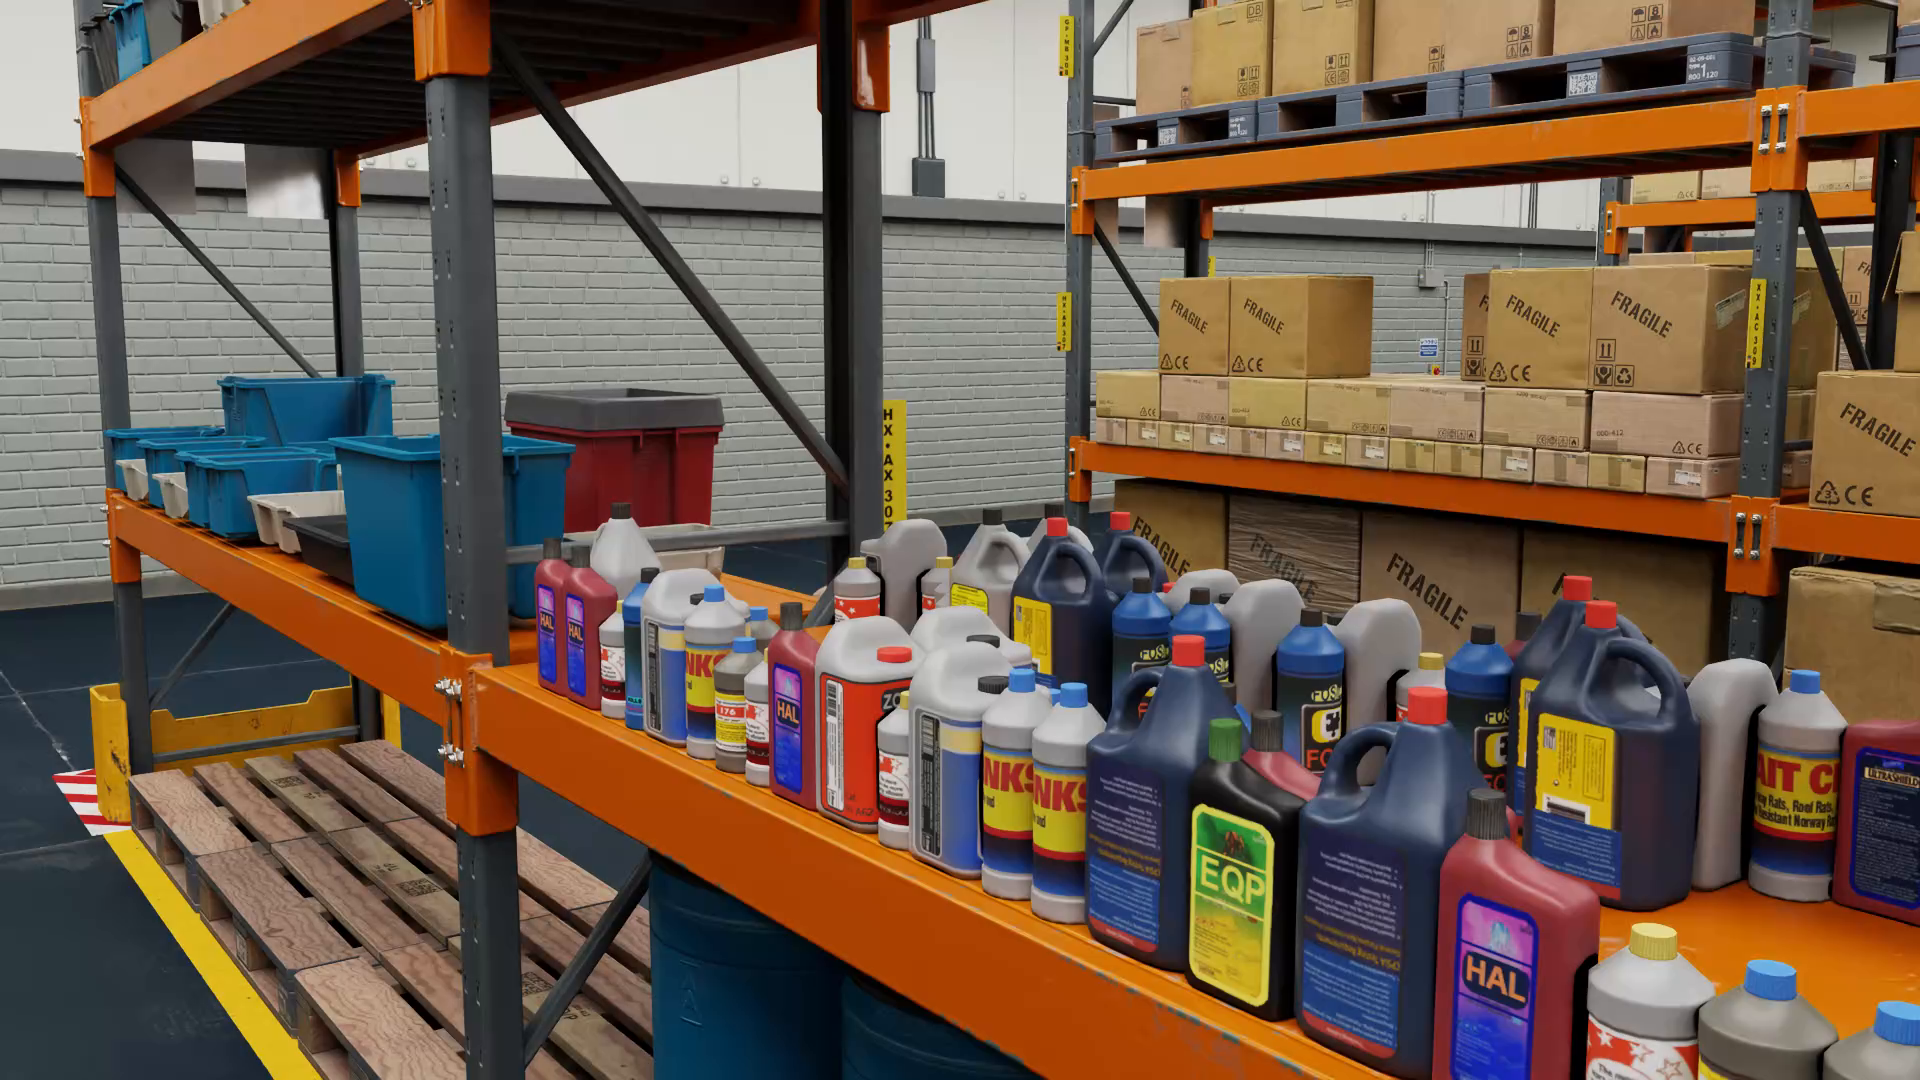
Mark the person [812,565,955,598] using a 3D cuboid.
[{"bbox_3d":[-0.323,0.524,7.987,0.953,0.874,0.588,-6,10,-38],"label":"person"}]
